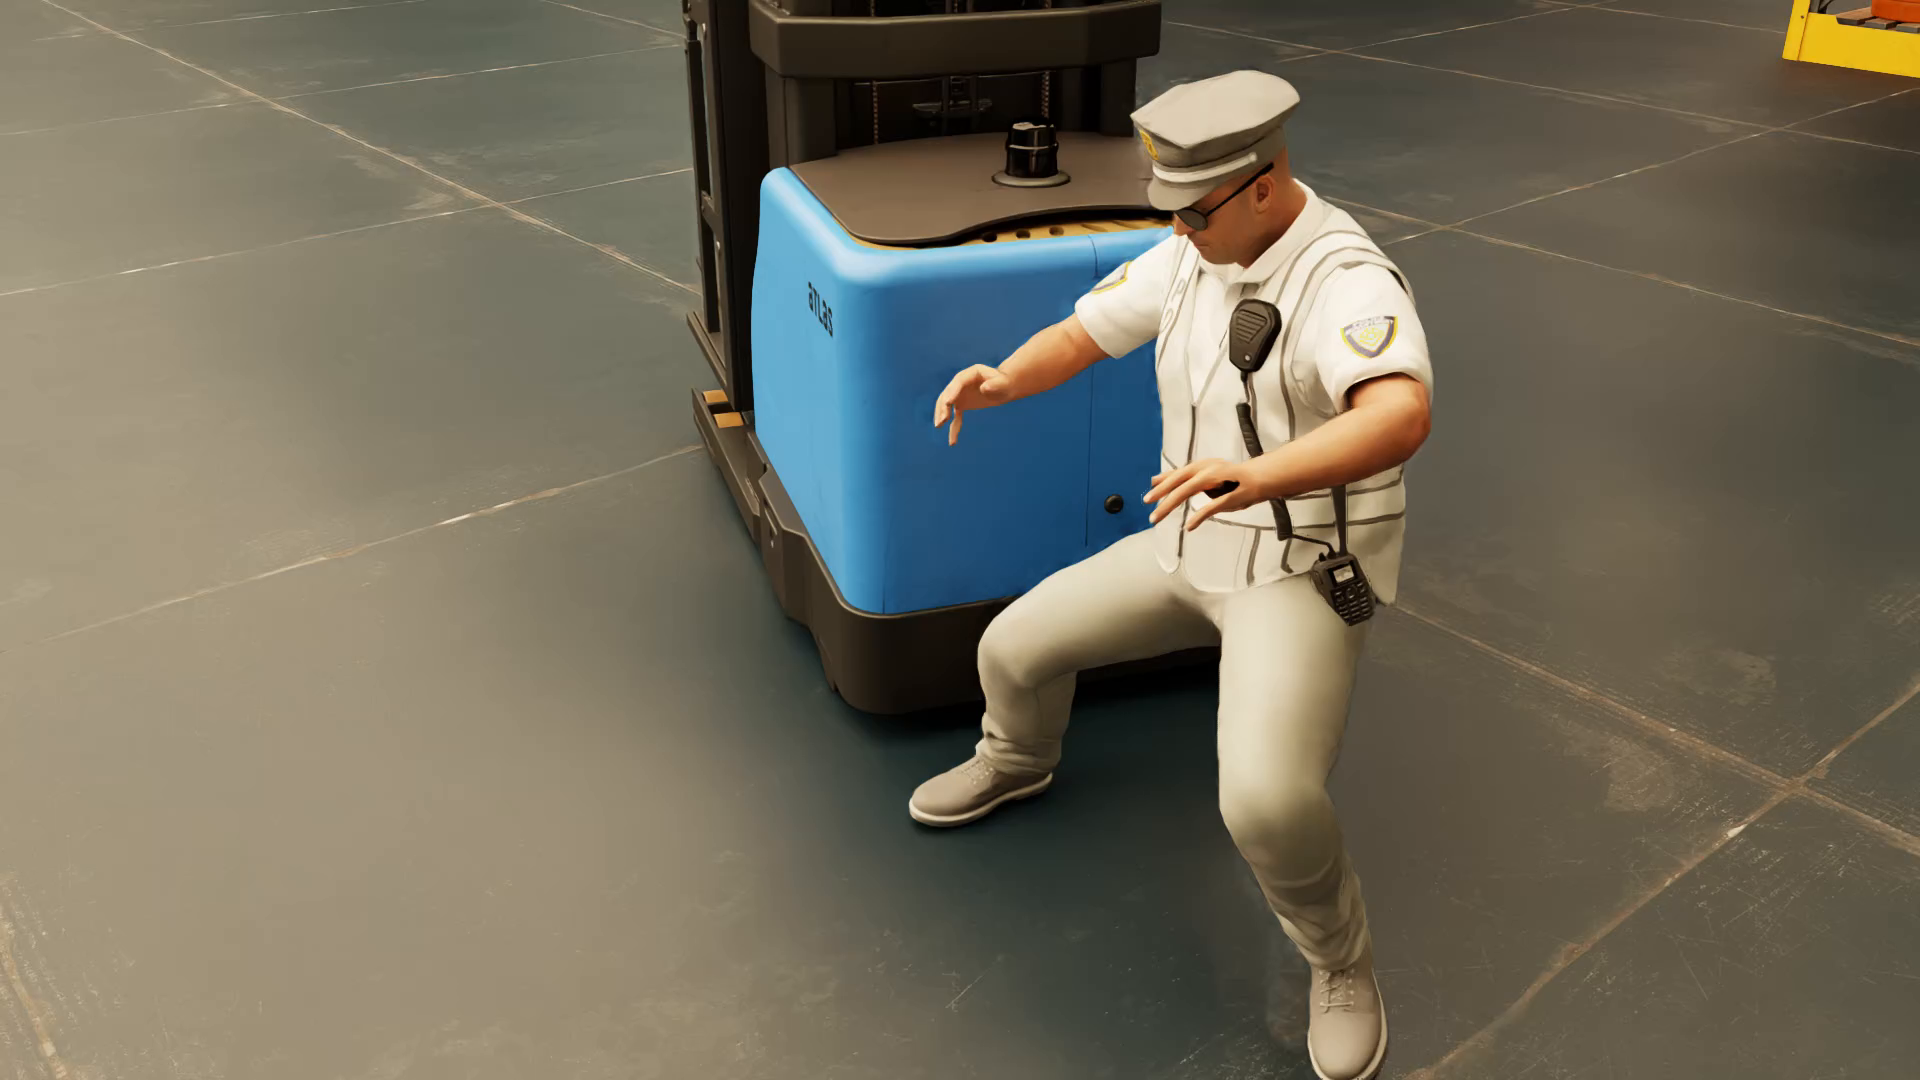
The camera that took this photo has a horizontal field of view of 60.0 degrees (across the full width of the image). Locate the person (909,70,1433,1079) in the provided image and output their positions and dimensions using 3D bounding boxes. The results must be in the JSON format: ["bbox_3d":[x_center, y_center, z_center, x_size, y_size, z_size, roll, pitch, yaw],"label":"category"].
[{"bbox_3d":[0.364,0.021,2.757,0.760,1.514,1.067,-13,29,-24],"label":"person"}]

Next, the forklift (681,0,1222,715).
[{"bbox_3d":[-0.185,-1.571,4.371,1.130,2.935,3.031,-8,27,-16],"label":"forklift"}]
